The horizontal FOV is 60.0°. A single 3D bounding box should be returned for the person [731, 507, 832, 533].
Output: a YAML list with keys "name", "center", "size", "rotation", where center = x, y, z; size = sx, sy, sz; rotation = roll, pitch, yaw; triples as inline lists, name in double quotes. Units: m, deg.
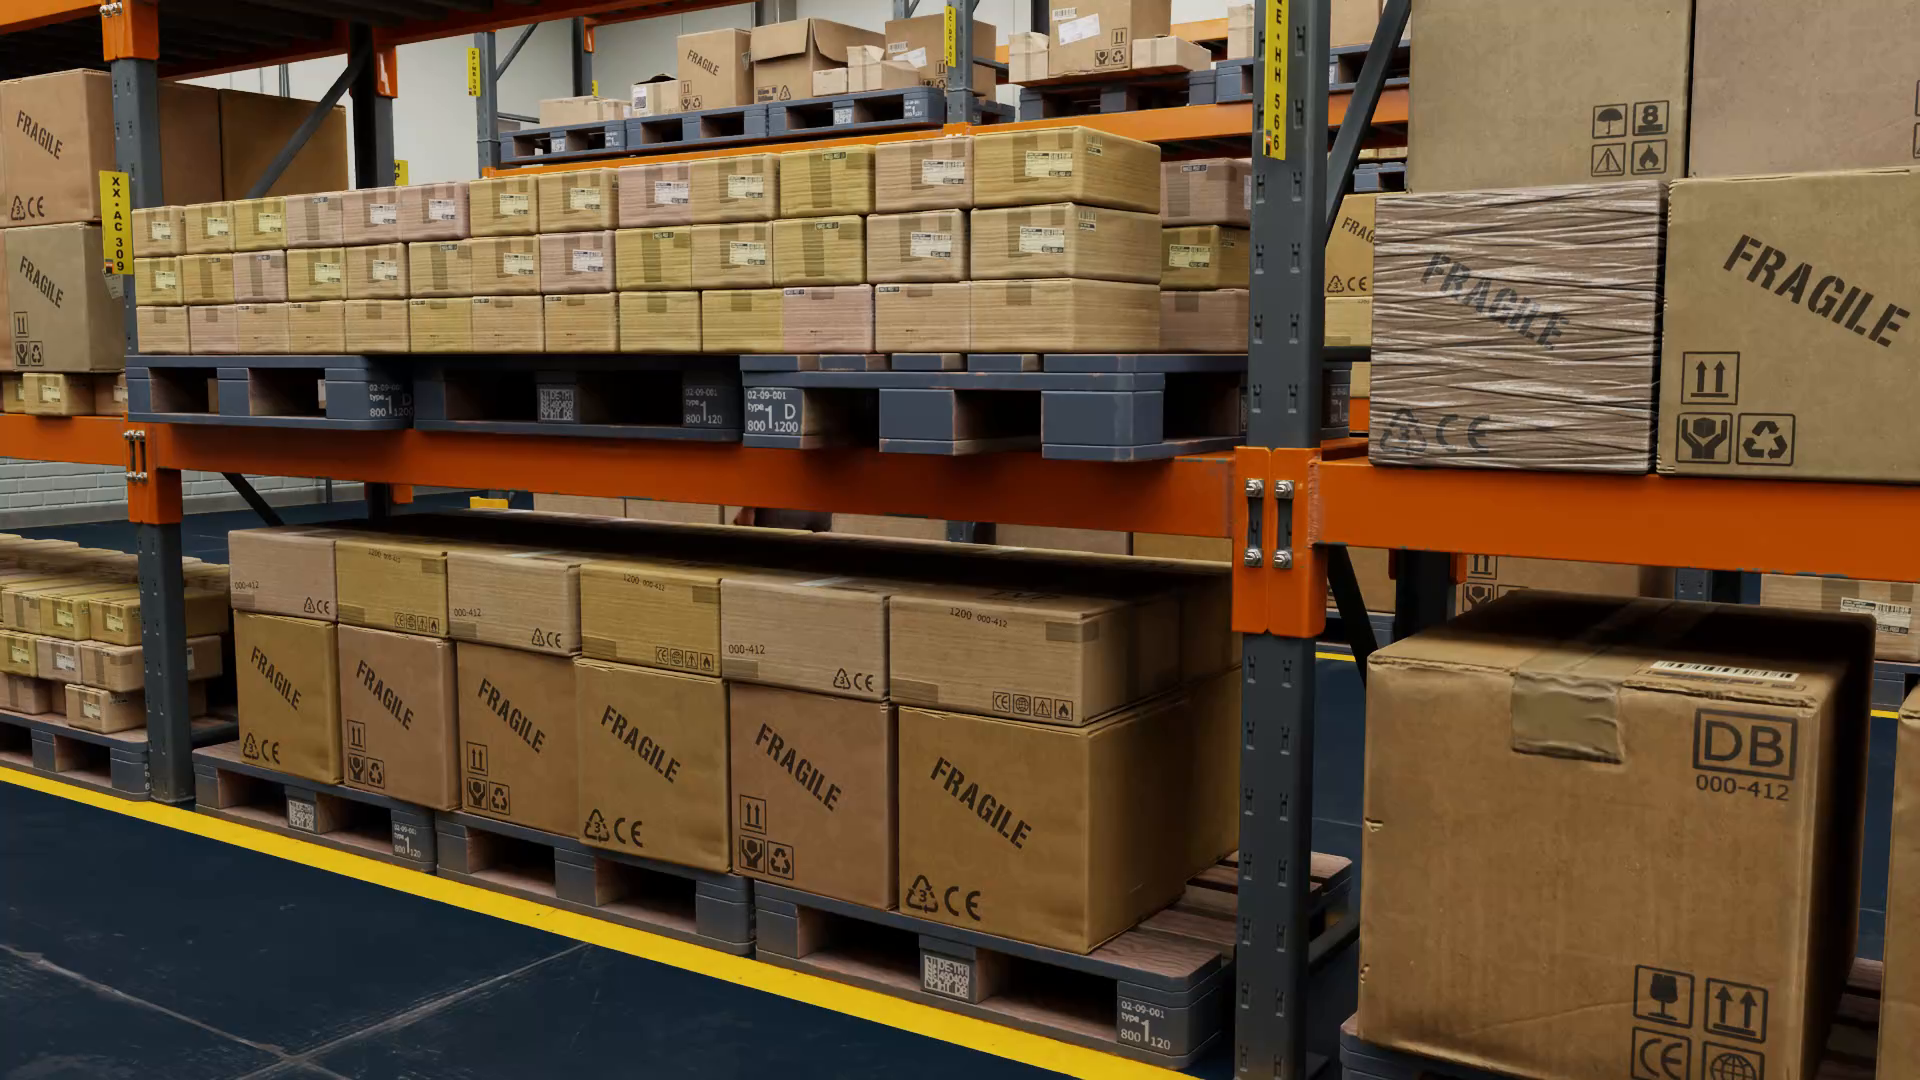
- name: "person"
  center: [-0.740, -0.109, 6.973]
  size: [0.360, 1.728, 0.532]
  rotation: [4, 8, 35]
